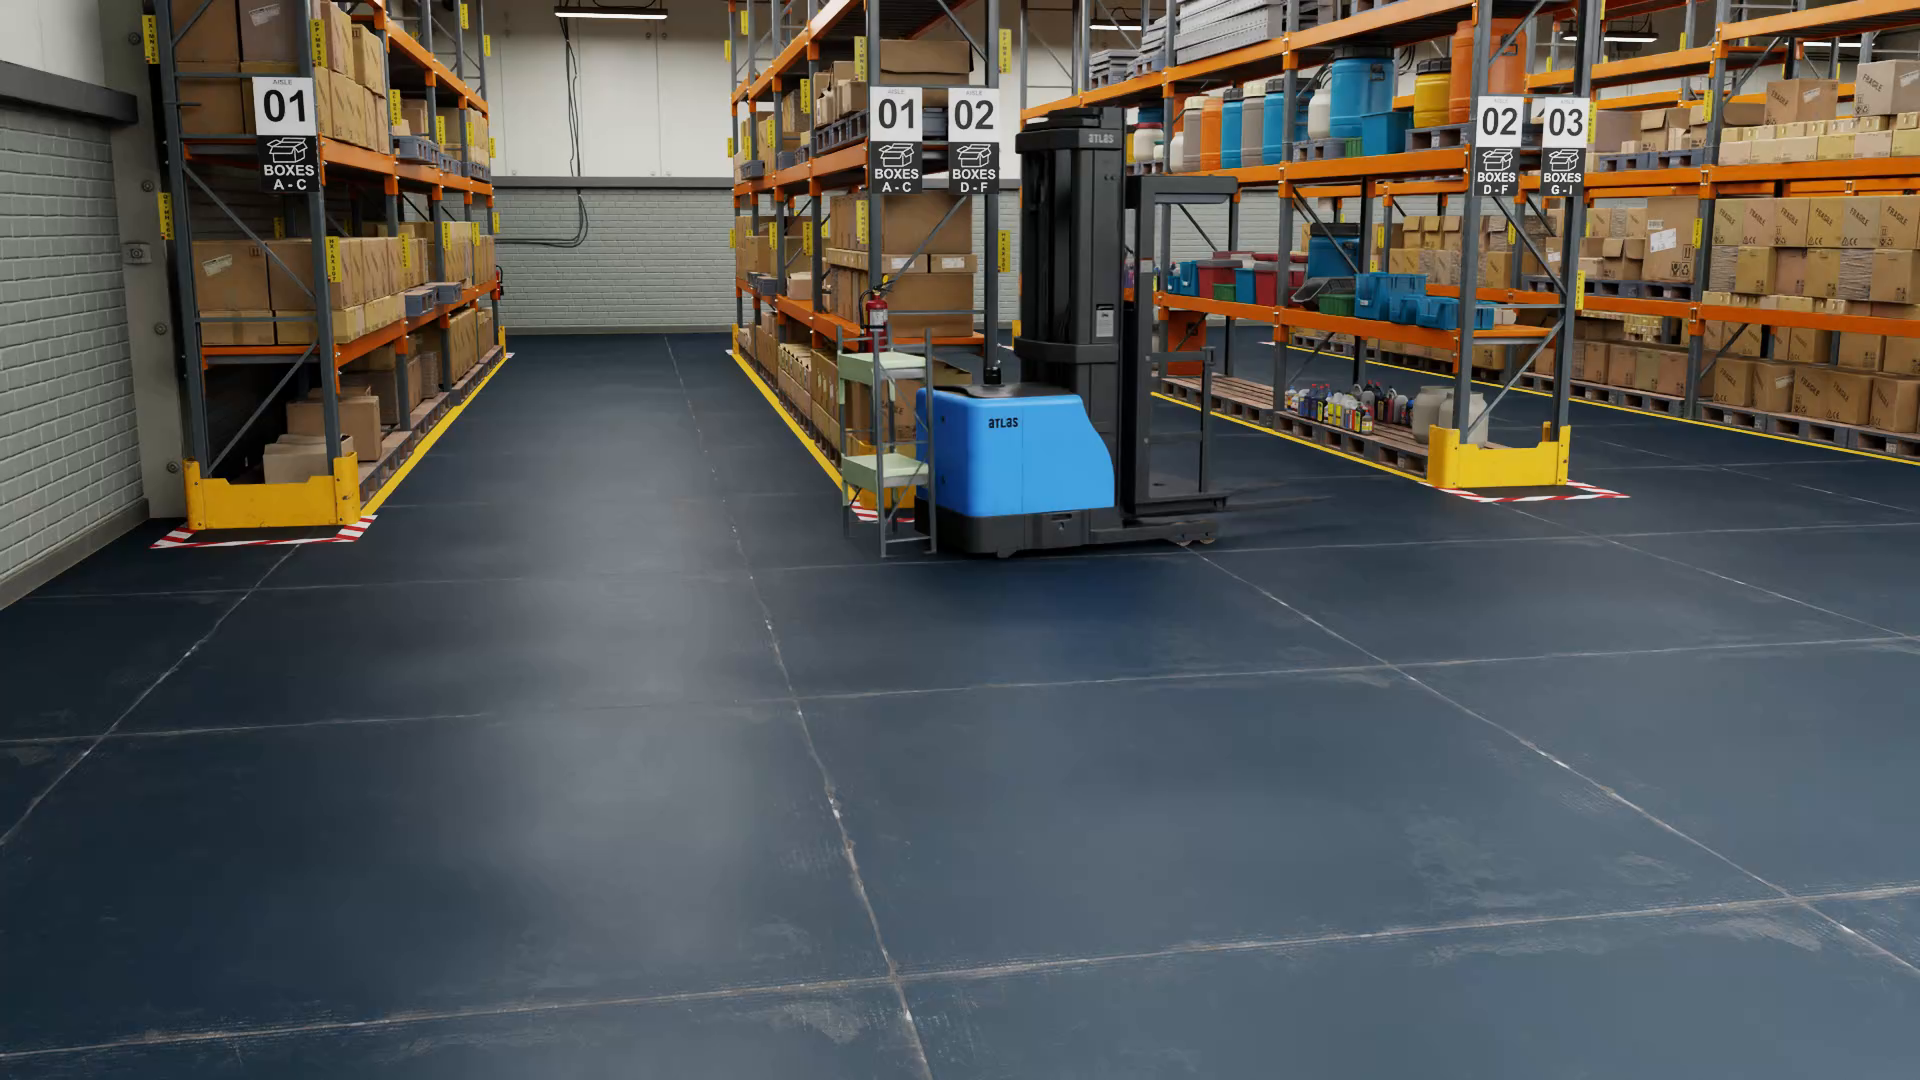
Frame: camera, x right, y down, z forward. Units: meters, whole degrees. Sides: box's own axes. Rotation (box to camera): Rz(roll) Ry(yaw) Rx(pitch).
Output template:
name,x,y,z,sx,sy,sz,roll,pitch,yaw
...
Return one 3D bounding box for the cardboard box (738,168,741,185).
name,x,y,z,sx,sy,sz,roll,pitch,yaw
cardboard box,-3.284,-5.812,26.589,0.500,0.250,0.500,-2,11,-11

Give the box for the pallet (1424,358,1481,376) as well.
name,x,y,z,sx,sy,sz,roll,pitch,yaw
pallet,7.643,-2.593,24.753,1.003,0.211,1.213,-2,11,-11

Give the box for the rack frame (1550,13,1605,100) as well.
name,x,y,z,sx,sy,sz,roll,pitch,yaw
rack frame,11.285,-8.168,30.543,1.000,3.000,0.127,-2,11,-11

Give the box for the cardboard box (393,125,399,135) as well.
name,x,y,z,sx,sy,sz,roll,pitch,yaw
cardboard box,-6.110,-4.376,17.253,0.500,0.500,0.500,-3,11,-13

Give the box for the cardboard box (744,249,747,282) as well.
name,x,y,z,sx,sy,sz,roll,pitch,yaw
cardboard box,-3.092,-4.286,25.924,0.500,0.500,0.500,-2,11,-10

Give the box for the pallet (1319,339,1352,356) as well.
name,x,y,z,sx,sy,sz,roll,pitch,yaw
pallet,6.866,-3.322,28.586,1.003,0.211,1.213,-2,11,-11

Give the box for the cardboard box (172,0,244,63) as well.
name,x,y,z,sx,sy,sz,roll,pitch,yaw
cardboard box,-5.404,-3.677,11.977,0.500,0.500,0.500,-2,11,-8

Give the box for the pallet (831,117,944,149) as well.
name,x,y,z,sx,sy,sz,roll,pitch,yaw
pallet,-0.559,-3.550,14.539,1.003,0.211,1.213,-2,11,-11

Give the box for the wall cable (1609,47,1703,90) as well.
name,x,y,z,sx,sy,sz,roll,pitch,yaw
wall cable,15.477,-9.426,37.155,2.355,3.000,0.029,-2,11,-11

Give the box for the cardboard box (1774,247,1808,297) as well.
name,x,y,z,sx,sy,sz,roll,pitch,yaw
cardboard box,9.020,-2.788,17.257,0.875,0.500,0.500,-2,11,-11

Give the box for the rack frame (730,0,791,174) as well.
name,x,y,z,sx,sy,sz,roll,pitch,yaw
rack frame,-3.318,-7.647,27.804,1.000,3.000,0.127,-2,11,-11

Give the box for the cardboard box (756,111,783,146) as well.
name,x,y,z,sx,sy,sz,roll,pitch,yaw
cardboard box,-2.672,-6.067,24.588,0.700,0.500,0.500,-2,11,-11

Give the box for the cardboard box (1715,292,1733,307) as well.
name,x,y,z,sx,sy,sz,roll,pitch,yaw
cardboard box,8.517,-2.638,18.206,0.380,0.149,0.250,-2,11,-11

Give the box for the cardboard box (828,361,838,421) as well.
name,x,y,z,sx,sy,sz,roll,pitch,yaw
cardboard box,-0.907,-1.351,14.997,0.500,0.500,0.500,-2,11,-11

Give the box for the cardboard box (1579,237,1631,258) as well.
name,x,y,z,sx,sy,sz,roll,pitch,yaw
cardboard box,8.307,-3.651,21.465,0.700,0.500,0.500,0,11,-3

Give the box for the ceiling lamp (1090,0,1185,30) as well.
name,x,y,z,sx,sy,sz,roll,pitch,yaw
ceiling lamp,3.490,-11.277,31.268,2.000,3.185,0.800,-2,11,-11

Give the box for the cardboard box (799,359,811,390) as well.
name,x,y,z,sx,sy,sz,roll,pitch,yaw
cardboard box,-1.451,-1.789,17.802,0.500,0.311,0.500,-2,11,-9

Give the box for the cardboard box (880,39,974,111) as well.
name,x,y,z,sx,sy,sz,roll,pitch,yaw
cardboard box,-0.313,-3.670,13.159,0.797,0.503,0.637,-1,11,-7

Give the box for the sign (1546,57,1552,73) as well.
name,x,y,z,sx,sy,sz,roll,pitch,yaw
sign,10.753,-8.646,30.345,0.100,0.325,0.005,-2,11,-11

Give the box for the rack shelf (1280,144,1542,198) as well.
name,x,y,z,sx,sy,sz,roll,pitch,yaw
rack shelf,4.265,-3.431,15.604,1.077,0.370,4.000,-2,11,-11

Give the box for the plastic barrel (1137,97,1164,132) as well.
name,x,y,z,sx,sy,sz,roll,pitch,yaw
plastic barrel,2.802,-5.764,23.471,0.600,0.901,0.708,-2,11,-11

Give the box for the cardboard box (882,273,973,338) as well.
name,x,y,z,sx,sy,sz,roll,pitch,yaw
cardboard box,-0.284,-1.900,13.390,0.700,0.500,0.500,-2,11,-11

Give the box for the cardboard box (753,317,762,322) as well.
name,x,y,z,sx,sy,sz,roll,pitch,yaw
cardboard box,-2.910,-3.300,26.512,0.797,0.503,0.637,-2,11,-11

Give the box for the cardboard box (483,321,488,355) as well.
name,x,y,z,sx,sy,sz,roll,pitch,yaw
cardboard box,-7.635,-3.091,25.474,0.700,0.500,0.500,-2,11,-10

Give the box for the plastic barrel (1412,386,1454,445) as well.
name,x,y,z,sx,sy,sz,roll,pitch,yaw
plastic barrel,4.353,-1.138,15.186,0.421,0.512,0.421,0,11,0

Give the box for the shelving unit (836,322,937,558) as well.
name,x,y,z,sx,sy,sz,roll,pitch,yaw
shelving unit,-0.505,-0.701,11.338,0.431,1.500,0.755,-6,12,-22

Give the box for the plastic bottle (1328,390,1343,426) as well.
name,x,y,z,sx,sy,sz,roll,pitch,yaw
plastic bottle,3.745,-1.317,16.502,0.144,0.351,0.185,-2,11,-11

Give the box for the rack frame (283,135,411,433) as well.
name,x,y,z,sx,sy,sz,roll,pitch,yaw
rack frame,-5.842,-2.318,15.851,1.000,3.000,0.127,-2,11,-11

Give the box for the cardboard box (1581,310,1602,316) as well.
name,x,y,z,sx,sy,sz,roll,pitch,yaw
cardboard box,11.323,-4.020,29.704,0.380,0.149,0.250,-2,11,-9

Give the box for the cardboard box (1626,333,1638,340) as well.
name,x,y,z,sx,sy,sz,roll,pitch,yaw
cardboard box,11.569,-3.449,28.298,0.380,0.149,0.250,-2,11,-13

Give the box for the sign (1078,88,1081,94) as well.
name,x,y,z,sx,sy,sz,roll,pitch,yaw
sign,2.078,-7.690,28.897,0.100,0.325,0.005,-2,11,-11

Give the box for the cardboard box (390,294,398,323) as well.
name,x,y,z,sx,sy,sz,roll,pitch,yaw
cardboard box,-5.364,-2.086,14.983,0.500,0.250,0.500,-2,11,-11

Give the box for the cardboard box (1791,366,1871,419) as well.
name,x,y,z,sx,sy,sz,roll,pitch,yaw
cardboard box,9.089,-1.546,17.358,0.500,0.500,0.500,-3,11,-16

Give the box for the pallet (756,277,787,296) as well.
name,x,y,z,sx,sy,sz,roll,pitch,yaw
pallet,-1.962,-3.260,21.313,1.213,0.211,1.003,-2,11,-11

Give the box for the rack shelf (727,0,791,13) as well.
name,x,y,z,sx,sy,sz,roll,pitch,yaw
rack shelf,-2.929,-8.559,25.633,1.077,0.370,4.000,-2,11,-11

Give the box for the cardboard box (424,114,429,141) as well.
name,x,y,z,sx,sy,sz,roll,pitch,yaw
cardboard box,-7.020,-5.074,20.867,0.700,0.500,0.500,-2,11,-8

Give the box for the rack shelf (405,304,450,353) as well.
name,x,y,z,sx,sy,sz,roll,pitch,yaw
rack shelf,-6.231,-2.331,17.846,1.077,0.370,4.000,-2,11,-11

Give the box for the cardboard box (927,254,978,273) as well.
name,x,y,z,sx,sy,sz,roll,pitch,yaw
cardboard box,-0.071,-2.212,13.296,0.380,0.149,0.250,-2,11,-11

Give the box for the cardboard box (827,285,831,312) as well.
name,x,y,z,sx,sy,sz,roll,pitch,yaw
cardboard box,-1.122,-2.514,17.281,0.500,0.250,0.500,-1,11,-7

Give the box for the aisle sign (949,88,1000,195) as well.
name,x,y,z,sx,sy,sz,roll,pitch,yaw
aisle sign,0.108,-3.041,12.699,0.394,0.787,0.004,-2,11,-11

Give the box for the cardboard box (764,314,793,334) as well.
name,x,y,z,sx,sy,sz,roll,pitch,yaw
cardboard box,-2.392,-2.949,22.673,0.500,0.250,0.500,-2,11,-12

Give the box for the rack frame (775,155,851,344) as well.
name,x,y,z,sx,sy,sz,roll,pitch,yaw
rack frame,-1.762,-3.232,20.656,1.000,3.000,0.127,-2,11,-11

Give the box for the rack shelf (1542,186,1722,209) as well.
name,x,y,z,sx,sy,sz,roll,pitch,yaw
rack shelf,11.674,-5.974,28.964,1.077,0.370,4.000,-2,11,-11

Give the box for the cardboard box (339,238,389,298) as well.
name,x,y,z,sx,sy,sz,roll,pitch,yaw
cardboard box,-5.257,-2.363,14.430,0.500,0.500,0.500,-2,11,-13

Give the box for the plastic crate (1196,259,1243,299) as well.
name,x,y,z,sx,sy,sz,roll,pitch,yaw
plastic crate,3.112,-3.136,19.977,0.402,0.464,0.583,-2,11,-11

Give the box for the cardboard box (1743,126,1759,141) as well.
name,x,y,z,sx,sy,sz,roll,pitch,yaw
cardboard box,8.614,-4.337,17.771,0.380,0.149,0.250,-3,11,-14

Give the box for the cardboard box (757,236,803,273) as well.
name,x,y,z,sx,sy,sz,roll,pitch,yaw
cardboard box,-2.471,-4.002,23.312,0.700,0.500,0.500,0,11,-2

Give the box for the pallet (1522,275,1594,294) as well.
name,x,y,z,sx,sy,sz,roll,pitch,yaw
pallet,8.199,-3.371,21.896,1.213,0.211,1.003,-2,11,-11

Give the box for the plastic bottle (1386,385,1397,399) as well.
name,x,y,z,sx,sy,sz,roll,pitch,yaw
plastic bottle,4.384,-1.391,16.889,0.144,0.351,0.185,-2,11,-11

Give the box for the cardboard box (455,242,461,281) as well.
name,x,y,z,sx,sy,sz,roll,pitch,yaw
cardboard box,-6.652,-3.542,21.168,0.500,0.500,0.500,-2,11,-11

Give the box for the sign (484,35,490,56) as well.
name,x,y,z,sx,sy,sz,roll,pitch,yaw
sign,-7.641,-7.981,26.849,0.100,0.325,0.005,-2,11,-11

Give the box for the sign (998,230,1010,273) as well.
name,x,y,z,sx,sy,sz,roll,pitch,yaw
sign,0.340,-2.248,12.959,0.100,0.325,0.005,-2,11,-11

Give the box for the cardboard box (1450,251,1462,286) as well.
name,x,y,z,sx,sy,sz,roll,pitch,yaw
cardboard box,7.422,-3.909,23.945,0.500,0.500,0.500,-2,11,-13

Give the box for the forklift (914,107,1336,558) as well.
name,x,y,z,sx,sy,sz,roll,pitch,yaw
forklift,1.242,-1.481,11.636,3.031,2.935,1.130,-5,12,-24

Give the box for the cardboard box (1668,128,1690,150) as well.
name,x,y,z,sx,sy,sz,roll,pitch,yaw
cardboard box,8.453,-4.641,19.270,0.396,0.266,0.258,-2,11,-9

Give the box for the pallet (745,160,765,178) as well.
name,x,y,z,sx,sy,sz,roll,pitch,yaw
pallet,-2.277,-5.035,22.607,1.213,0.211,1.003,-2,11,-11

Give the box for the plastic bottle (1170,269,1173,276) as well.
name,x,y,z,sx,sy,sz,roll,pitch,yaw
plastic bottle,2.911,-3.732,23.414,0.144,0.351,0.185,-2,11,-11
